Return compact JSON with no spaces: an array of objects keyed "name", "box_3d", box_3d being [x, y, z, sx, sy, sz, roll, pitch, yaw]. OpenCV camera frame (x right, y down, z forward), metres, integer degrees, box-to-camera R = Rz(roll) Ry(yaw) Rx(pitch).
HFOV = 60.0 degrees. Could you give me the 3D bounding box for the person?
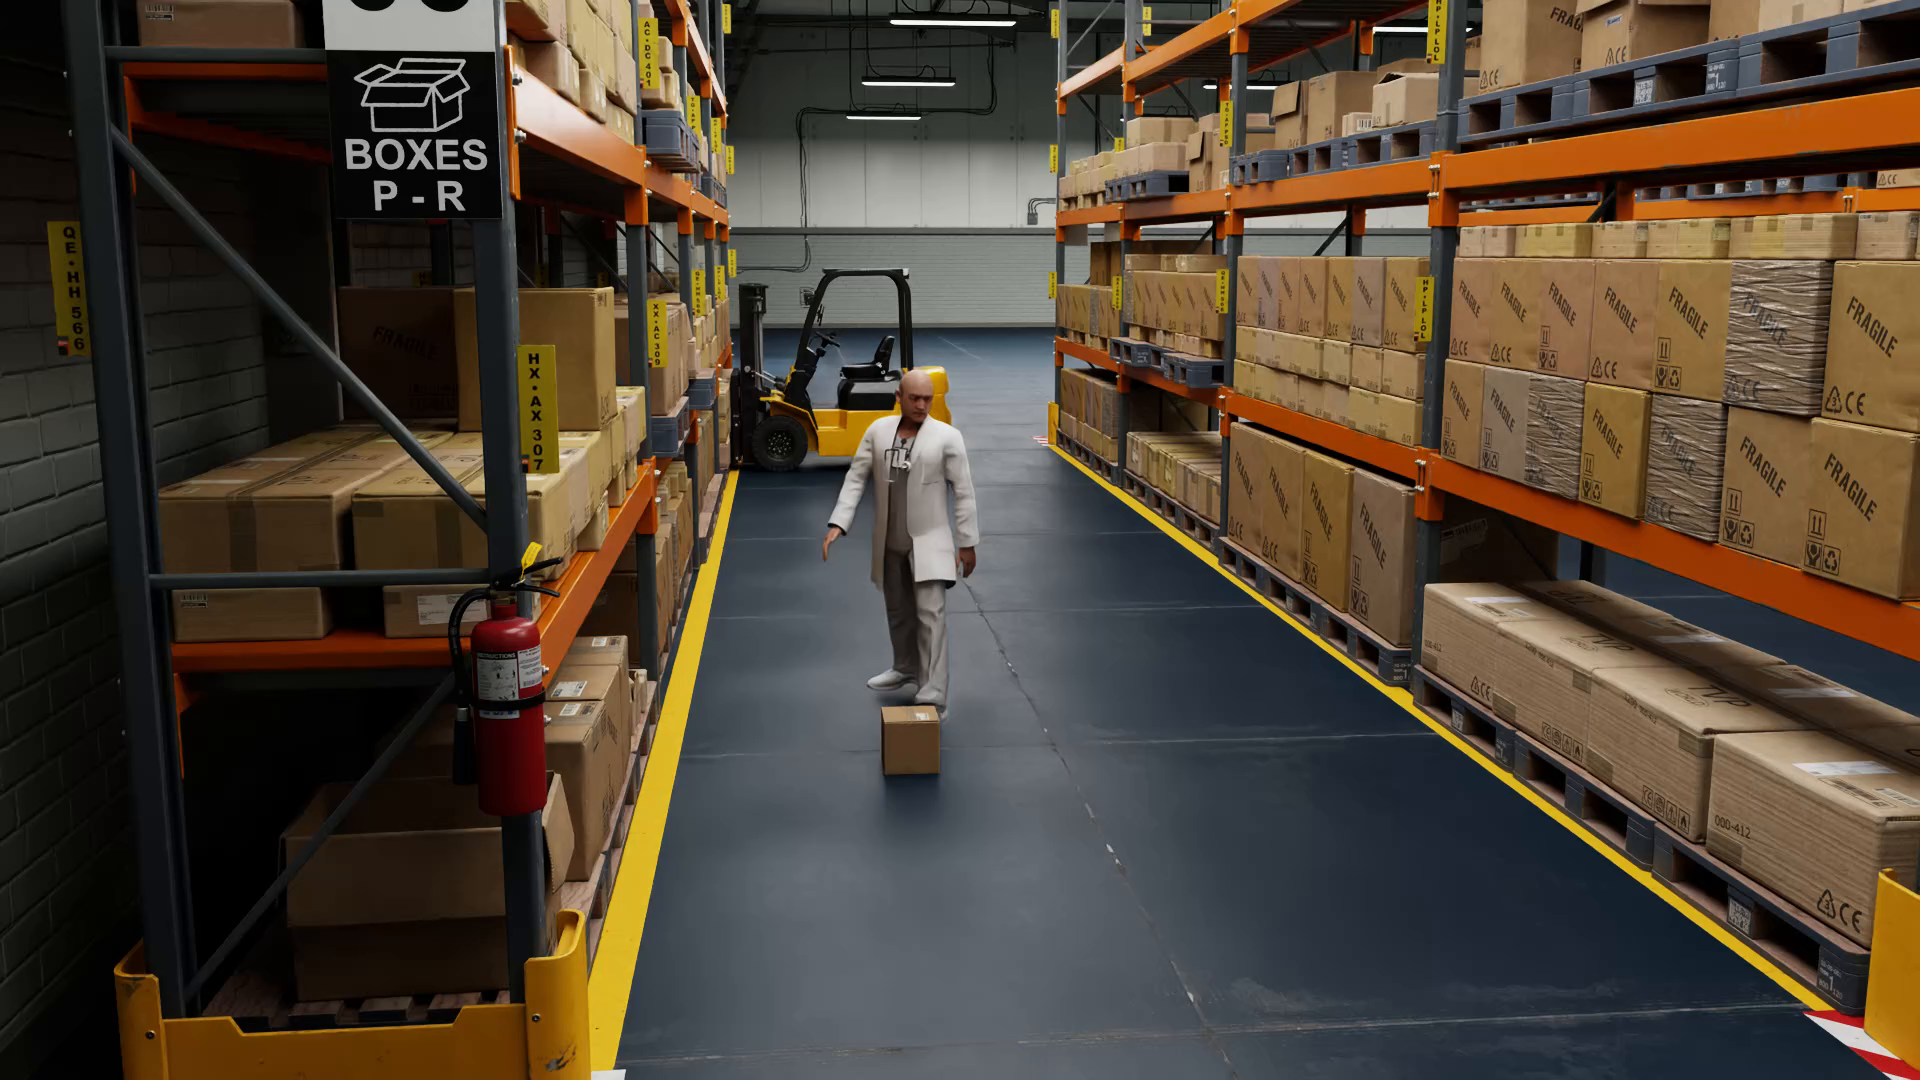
[{"name":"person","box_3d":[-0.276,0.006,8.383,0.681,1.730,0.936,5,11,29]}]
